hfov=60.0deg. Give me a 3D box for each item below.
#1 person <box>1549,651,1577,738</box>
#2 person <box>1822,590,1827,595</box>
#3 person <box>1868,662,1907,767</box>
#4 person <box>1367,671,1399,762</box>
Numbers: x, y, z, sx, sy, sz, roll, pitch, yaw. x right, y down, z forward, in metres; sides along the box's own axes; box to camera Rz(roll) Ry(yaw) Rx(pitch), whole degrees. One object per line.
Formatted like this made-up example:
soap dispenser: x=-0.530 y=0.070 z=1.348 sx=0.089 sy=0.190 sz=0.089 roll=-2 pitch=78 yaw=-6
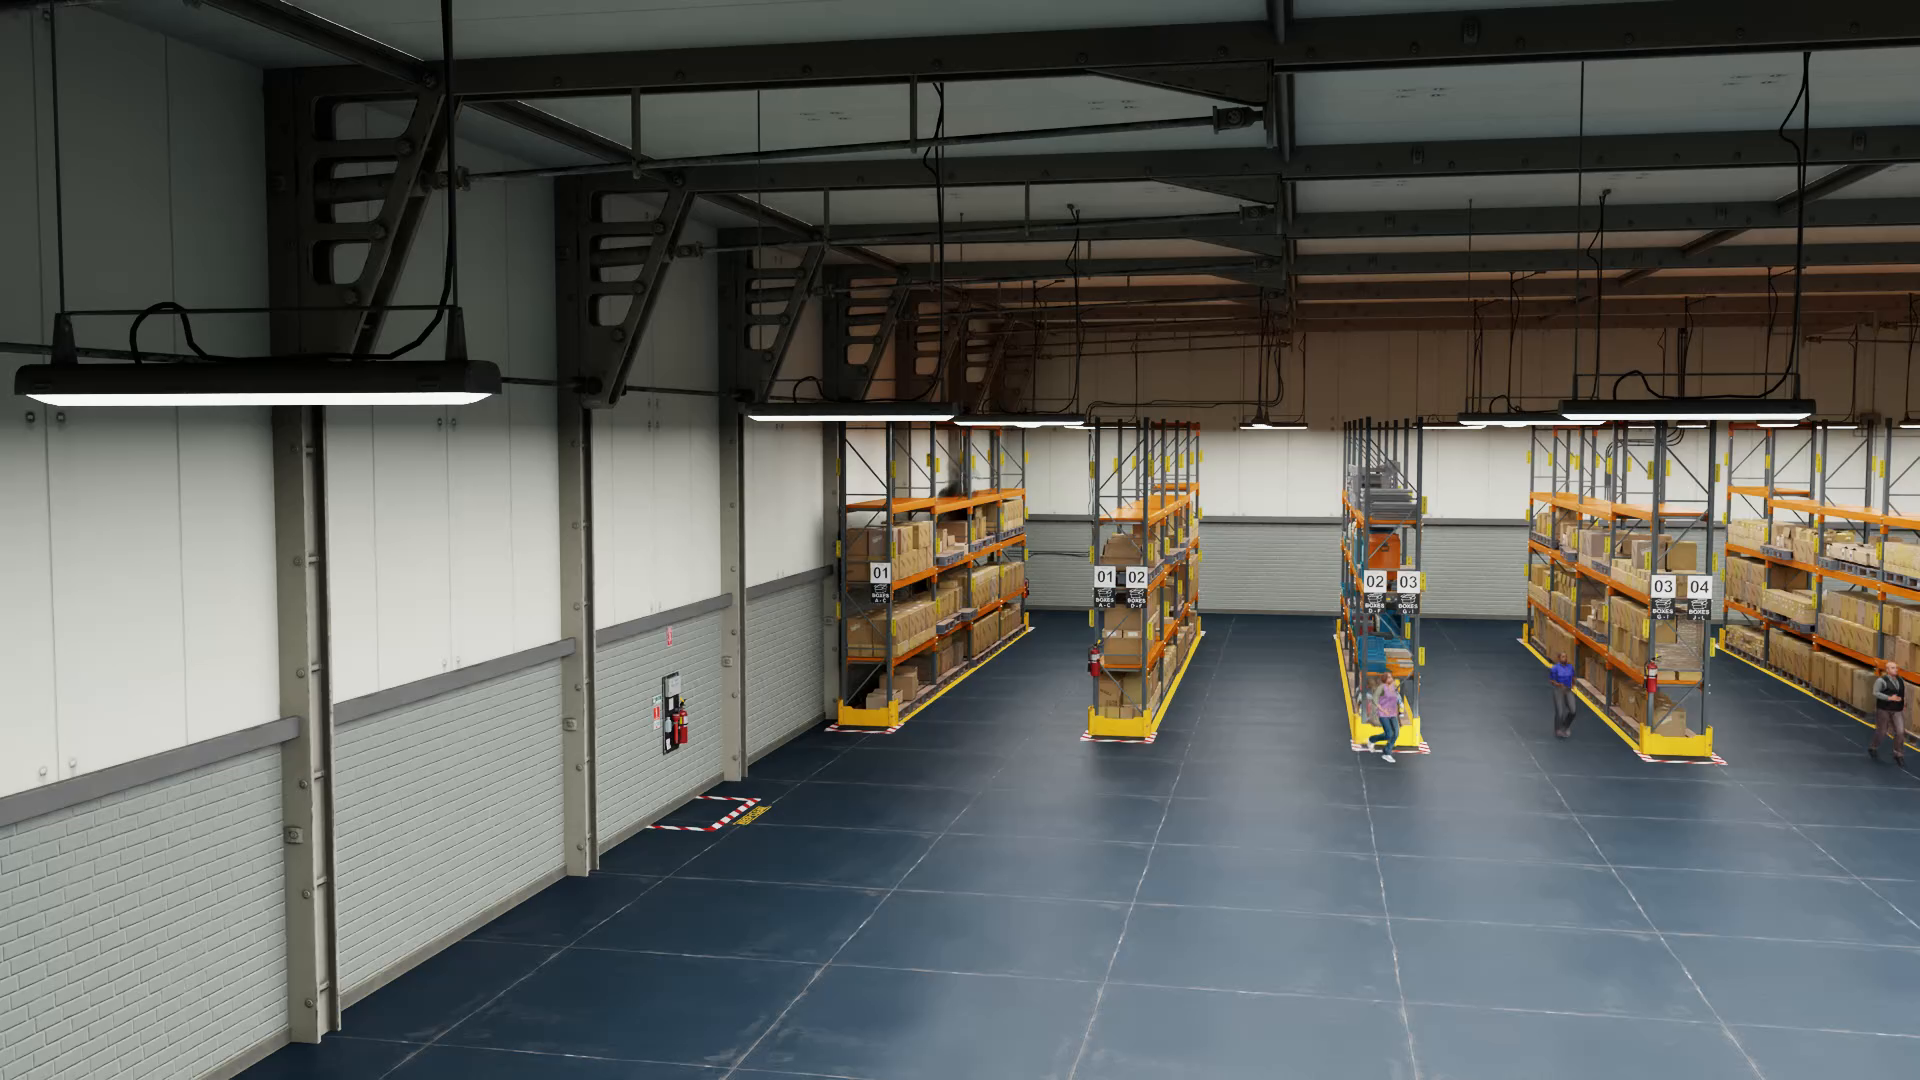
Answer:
person: x=11.296 y=2.889 z=31.072 sx=0.548 sy=1.634 sz=0.636 roll=0 pitch=4 yaw=-1
person: x=21.848 y=2.111 z=41.987 sx=0.668 sy=1.738 sz=0.634 roll=0 pitch=4 yaw=1
person: x=16.094 y=3.001 z=28.814 sx=0.668 sy=1.794 sz=0.773 roll=0 pitch=4 yaw=-4
person: x=7.397 y=3.075 z=29.039 sx=0.545 sy=1.567 sz=0.556 roll=-3 pitch=5 yaw=-41
